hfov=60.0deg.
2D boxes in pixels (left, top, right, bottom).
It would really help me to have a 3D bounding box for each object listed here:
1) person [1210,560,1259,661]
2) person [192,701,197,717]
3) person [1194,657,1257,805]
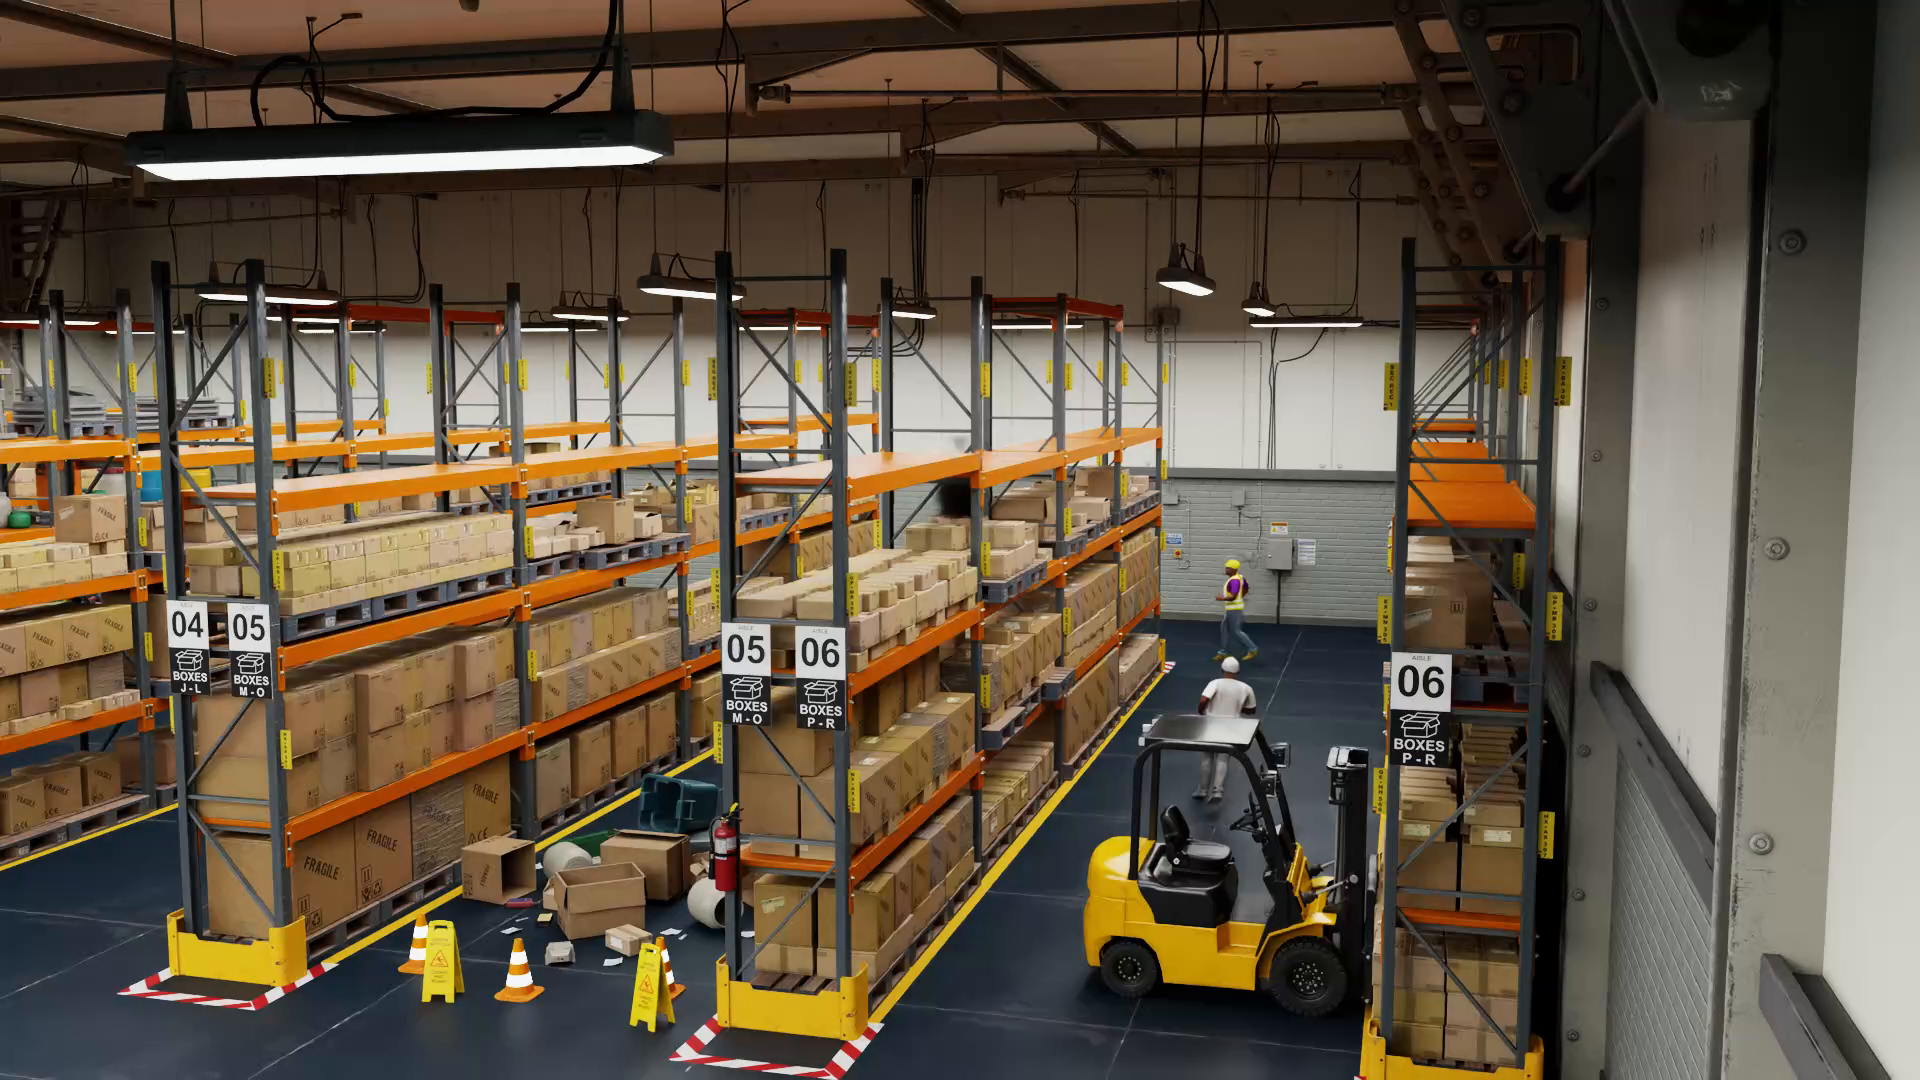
[{"bbox_3d":[4.765,1.238,28.815,0.852,1.809,0.732,1,6,14],"label":"person"},{"bbox_3d":[-10.486,1.911,22.820,0.677,1.740,0.636,0,6,1],"label":"person"},{"bbox_3d":[3.124,2.243,19.487,0.711,1.756,0.926,0,6,1],"label":"person"}]
